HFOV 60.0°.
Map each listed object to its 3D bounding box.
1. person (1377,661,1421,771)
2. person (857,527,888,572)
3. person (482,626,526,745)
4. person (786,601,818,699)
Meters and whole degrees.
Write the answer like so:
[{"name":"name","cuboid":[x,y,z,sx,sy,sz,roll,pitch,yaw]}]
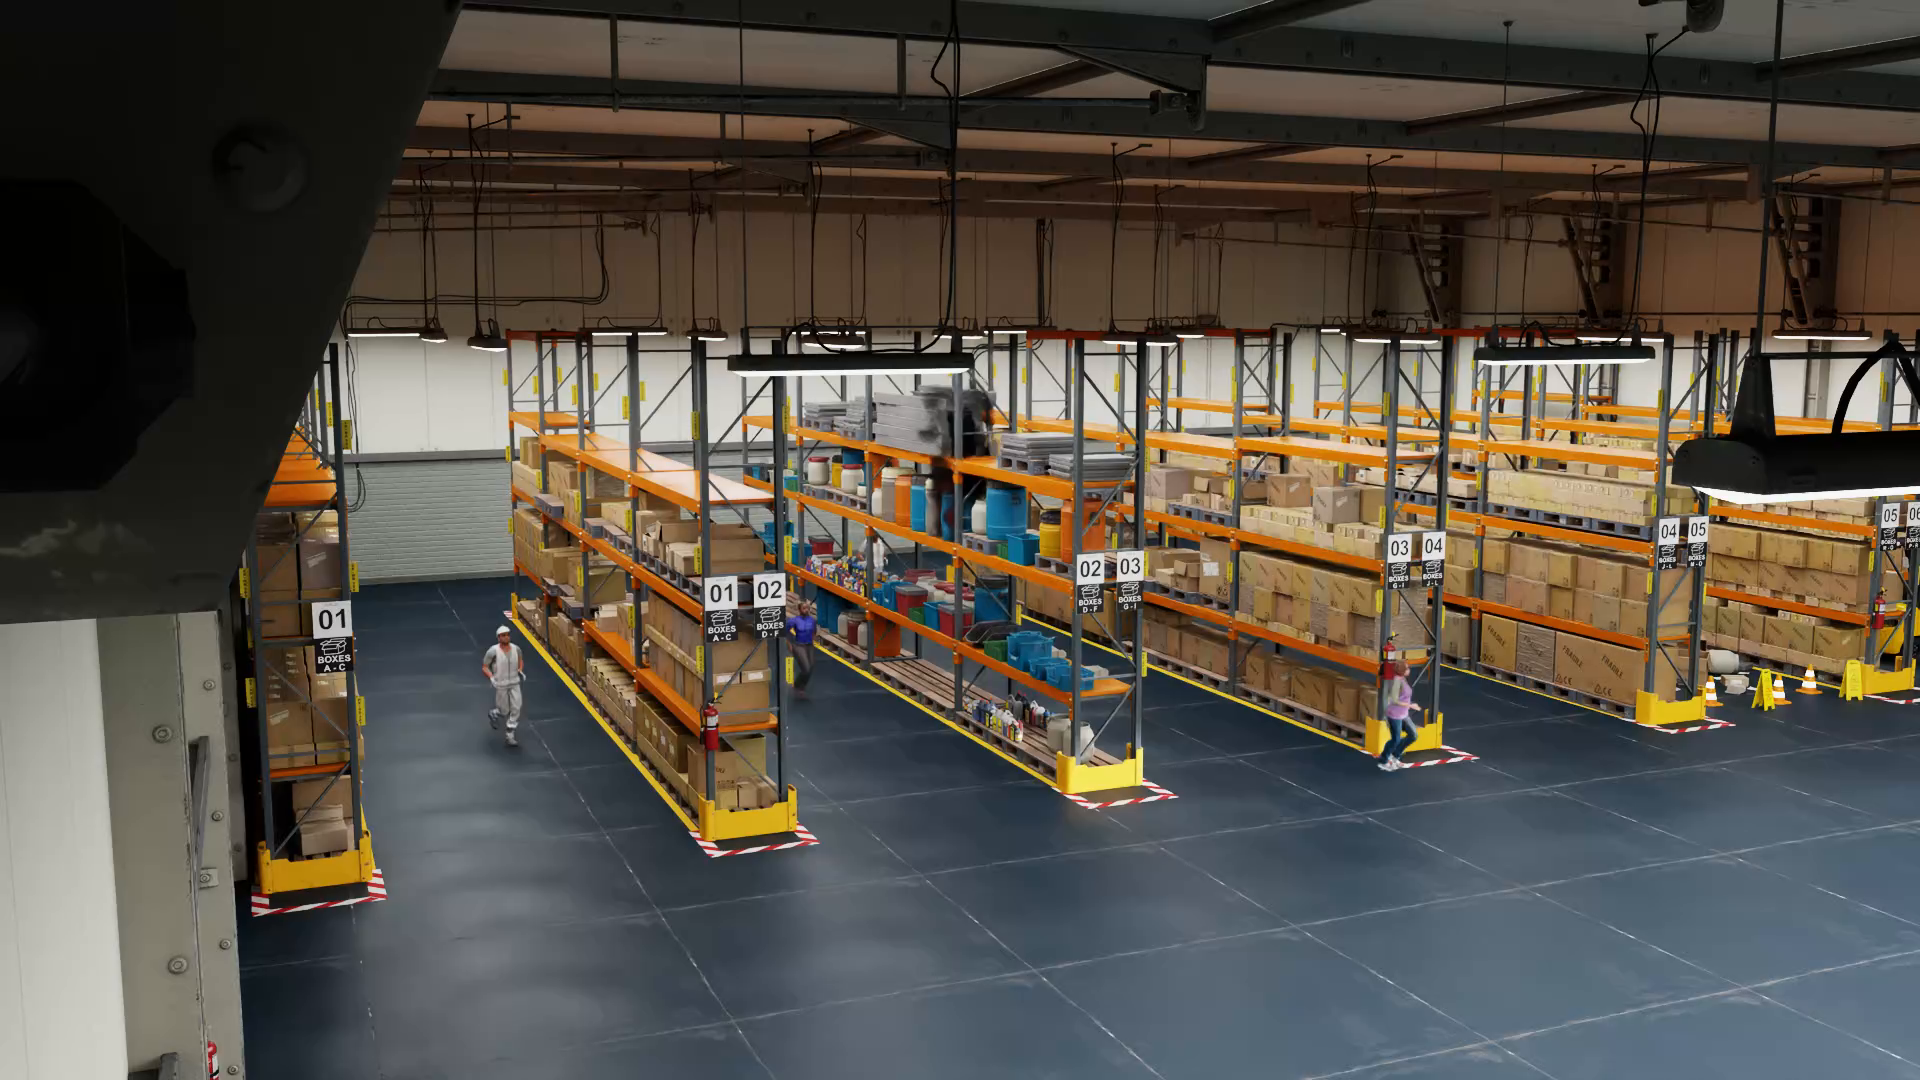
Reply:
[{"name":"person","cuboid":[6.078,2.436,22.942,0.612,1.571,0.540,5,9,32]},{"name":"person","cuboid":[-1.856,0.575,36.044,0.688,1.730,0.600,-6,10,-39]},{"name":"person","cuboid":[-6.716,2.132,24.592,0.653,1.749,0.734,-6,10,-38]},{"name":"person","cuboid":[-2.546,1.822,27.242,0.552,1.605,0.625,-7,10,-40]}]
